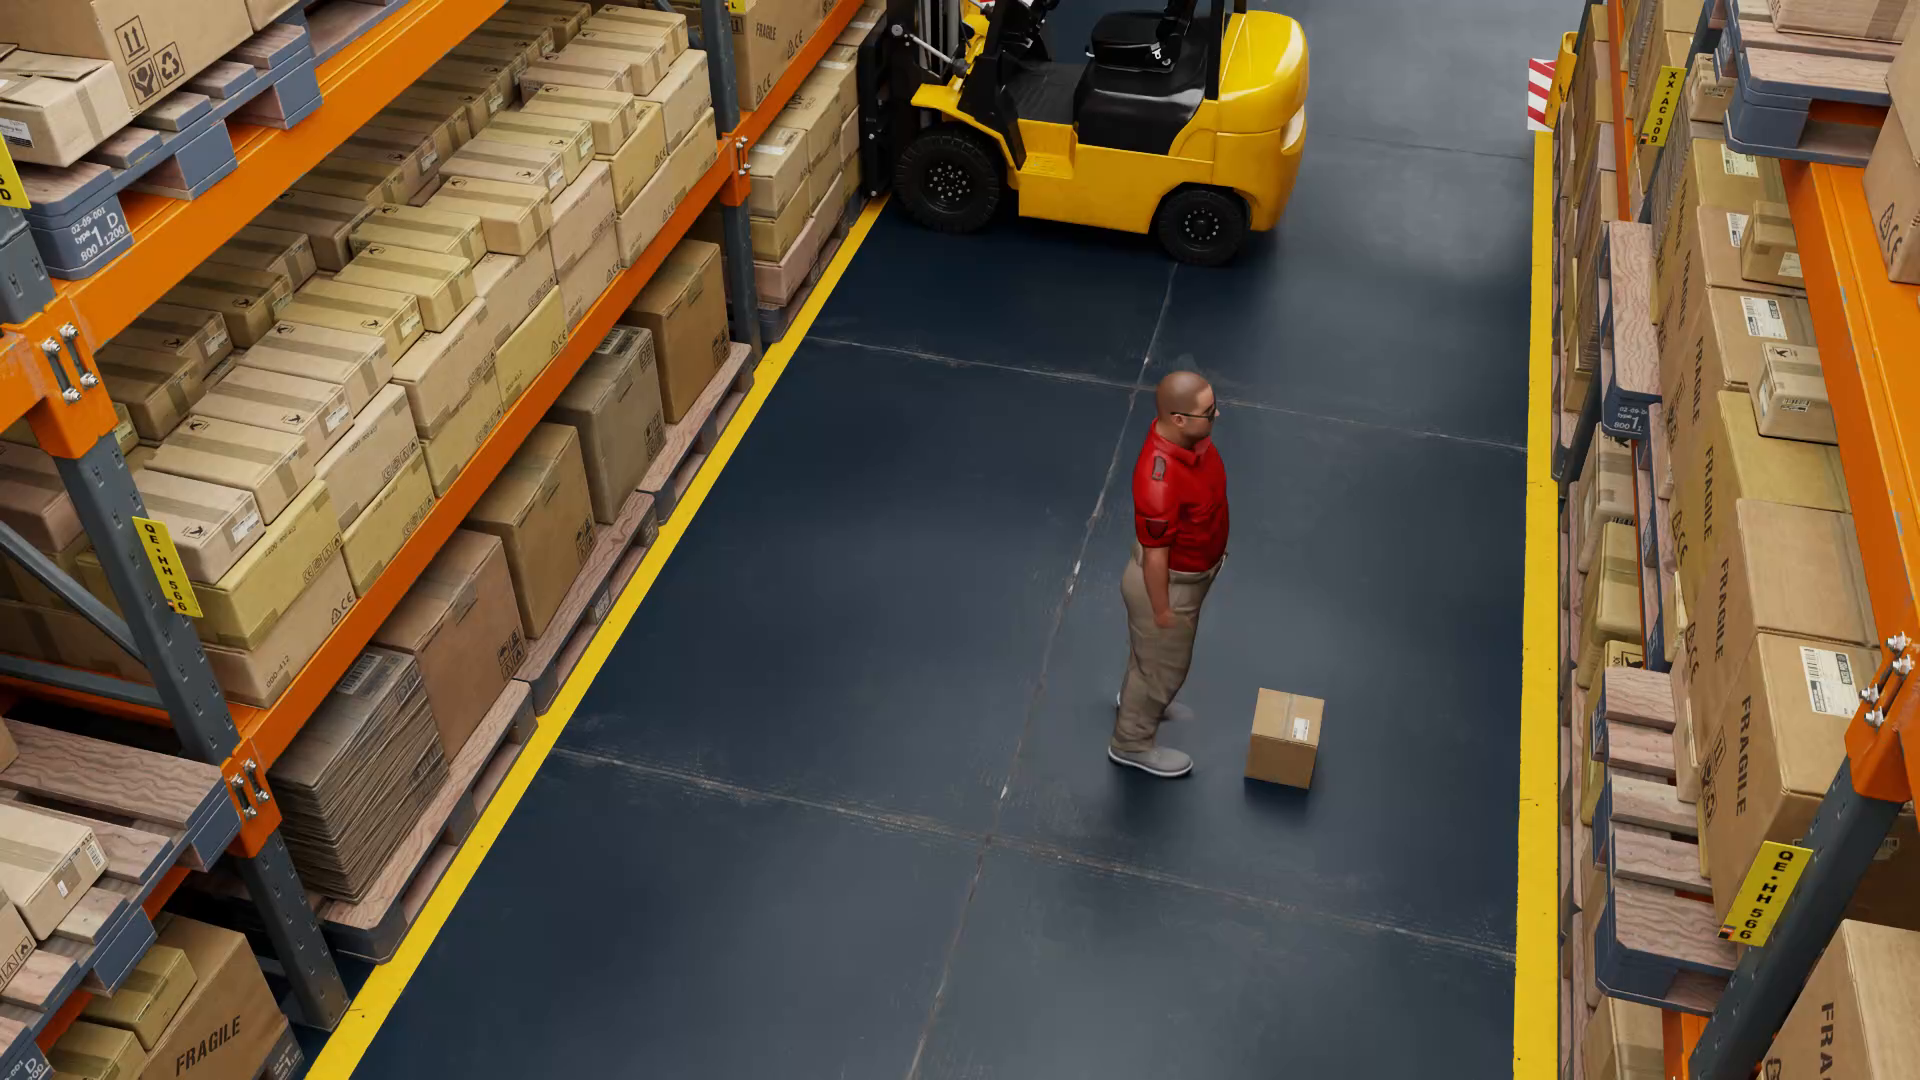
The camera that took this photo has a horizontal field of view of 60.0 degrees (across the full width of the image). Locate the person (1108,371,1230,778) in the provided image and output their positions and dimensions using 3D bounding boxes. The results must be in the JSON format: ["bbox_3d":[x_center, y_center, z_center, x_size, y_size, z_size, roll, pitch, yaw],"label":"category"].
[{"bbox_3d":[0.779,0.130,6.050,0.372,1.755,0.527,11,42,12],"label":"person"}]
